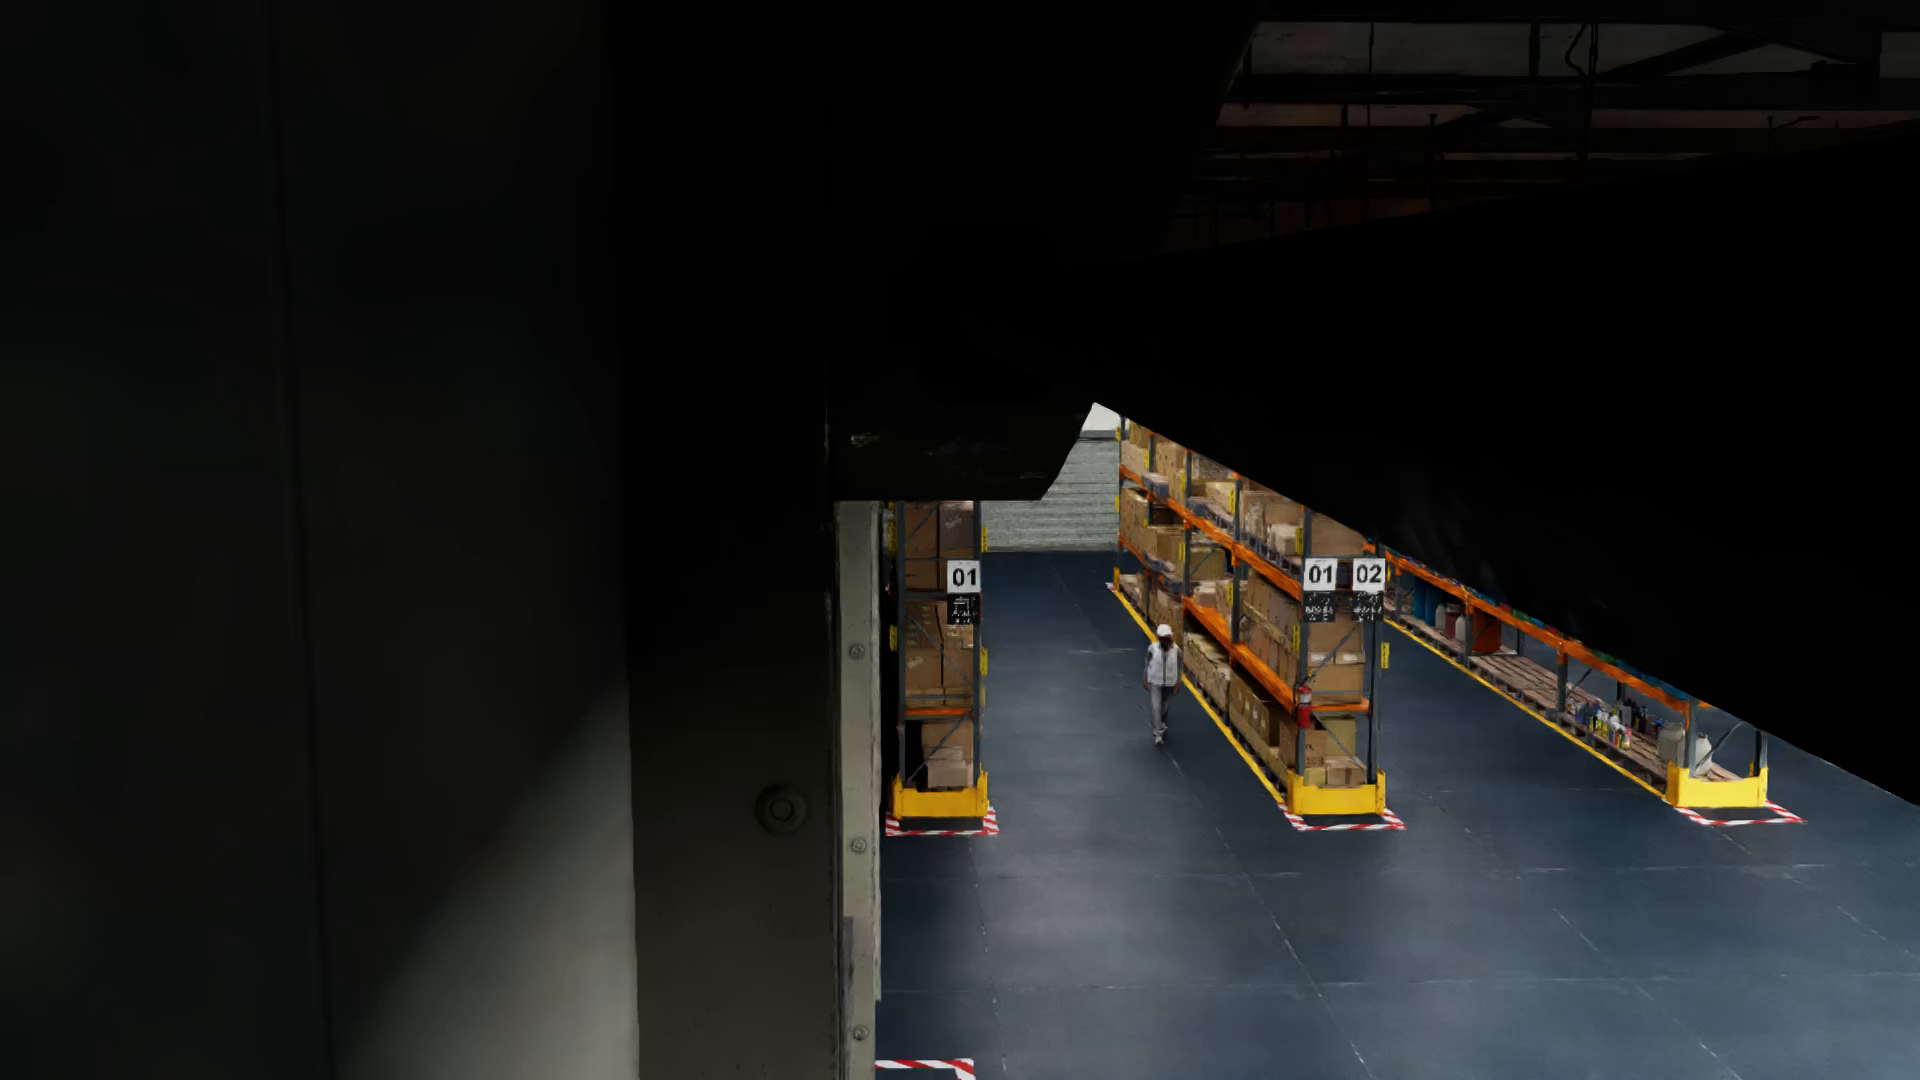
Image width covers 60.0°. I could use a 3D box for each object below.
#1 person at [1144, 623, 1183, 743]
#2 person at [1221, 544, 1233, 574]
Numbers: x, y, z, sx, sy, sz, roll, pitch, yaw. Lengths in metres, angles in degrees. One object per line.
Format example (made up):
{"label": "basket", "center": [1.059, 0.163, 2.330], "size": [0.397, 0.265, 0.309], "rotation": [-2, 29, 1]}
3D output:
{"label": "person", "center": [2.952, 2.033, 24.033], "size": [0.543, 1.700, 1.119], "rotation": [-1, 8, -5]}
{"label": "person", "center": [5.912, 0.227, 37.024], "size": [0.625, 1.596, 0.517], "rotation": [-1, 8, -5]}
